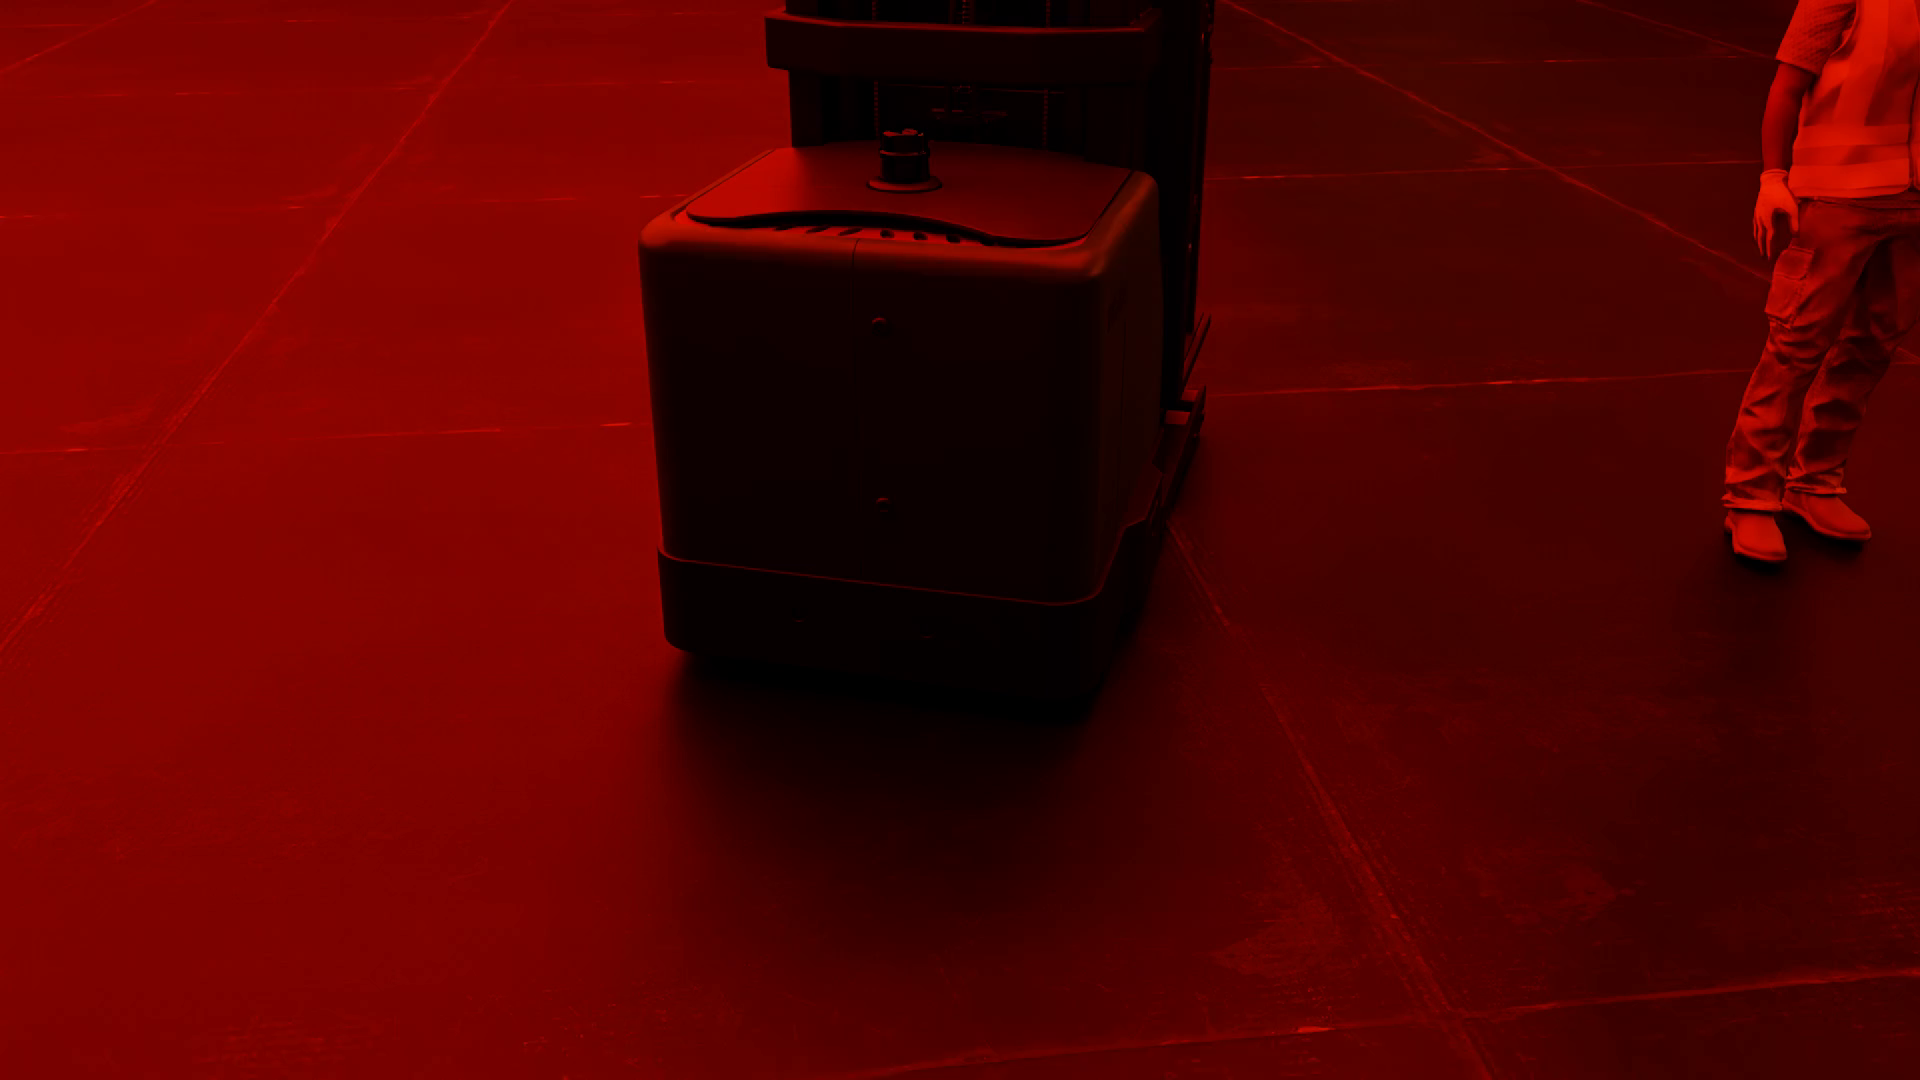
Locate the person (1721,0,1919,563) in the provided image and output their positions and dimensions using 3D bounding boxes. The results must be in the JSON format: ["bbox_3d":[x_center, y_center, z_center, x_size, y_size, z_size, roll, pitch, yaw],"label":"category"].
[{"bbox_3d":[2.394,-0.847,4.294,0.655,1.785,0.576,-2,26,-4],"label":"person"}]

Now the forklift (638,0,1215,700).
[{"bbox_3d":[0.156,-1.583,4.514,1.130,2.935,3.031,6,26,13],"label":"forklift"}]
